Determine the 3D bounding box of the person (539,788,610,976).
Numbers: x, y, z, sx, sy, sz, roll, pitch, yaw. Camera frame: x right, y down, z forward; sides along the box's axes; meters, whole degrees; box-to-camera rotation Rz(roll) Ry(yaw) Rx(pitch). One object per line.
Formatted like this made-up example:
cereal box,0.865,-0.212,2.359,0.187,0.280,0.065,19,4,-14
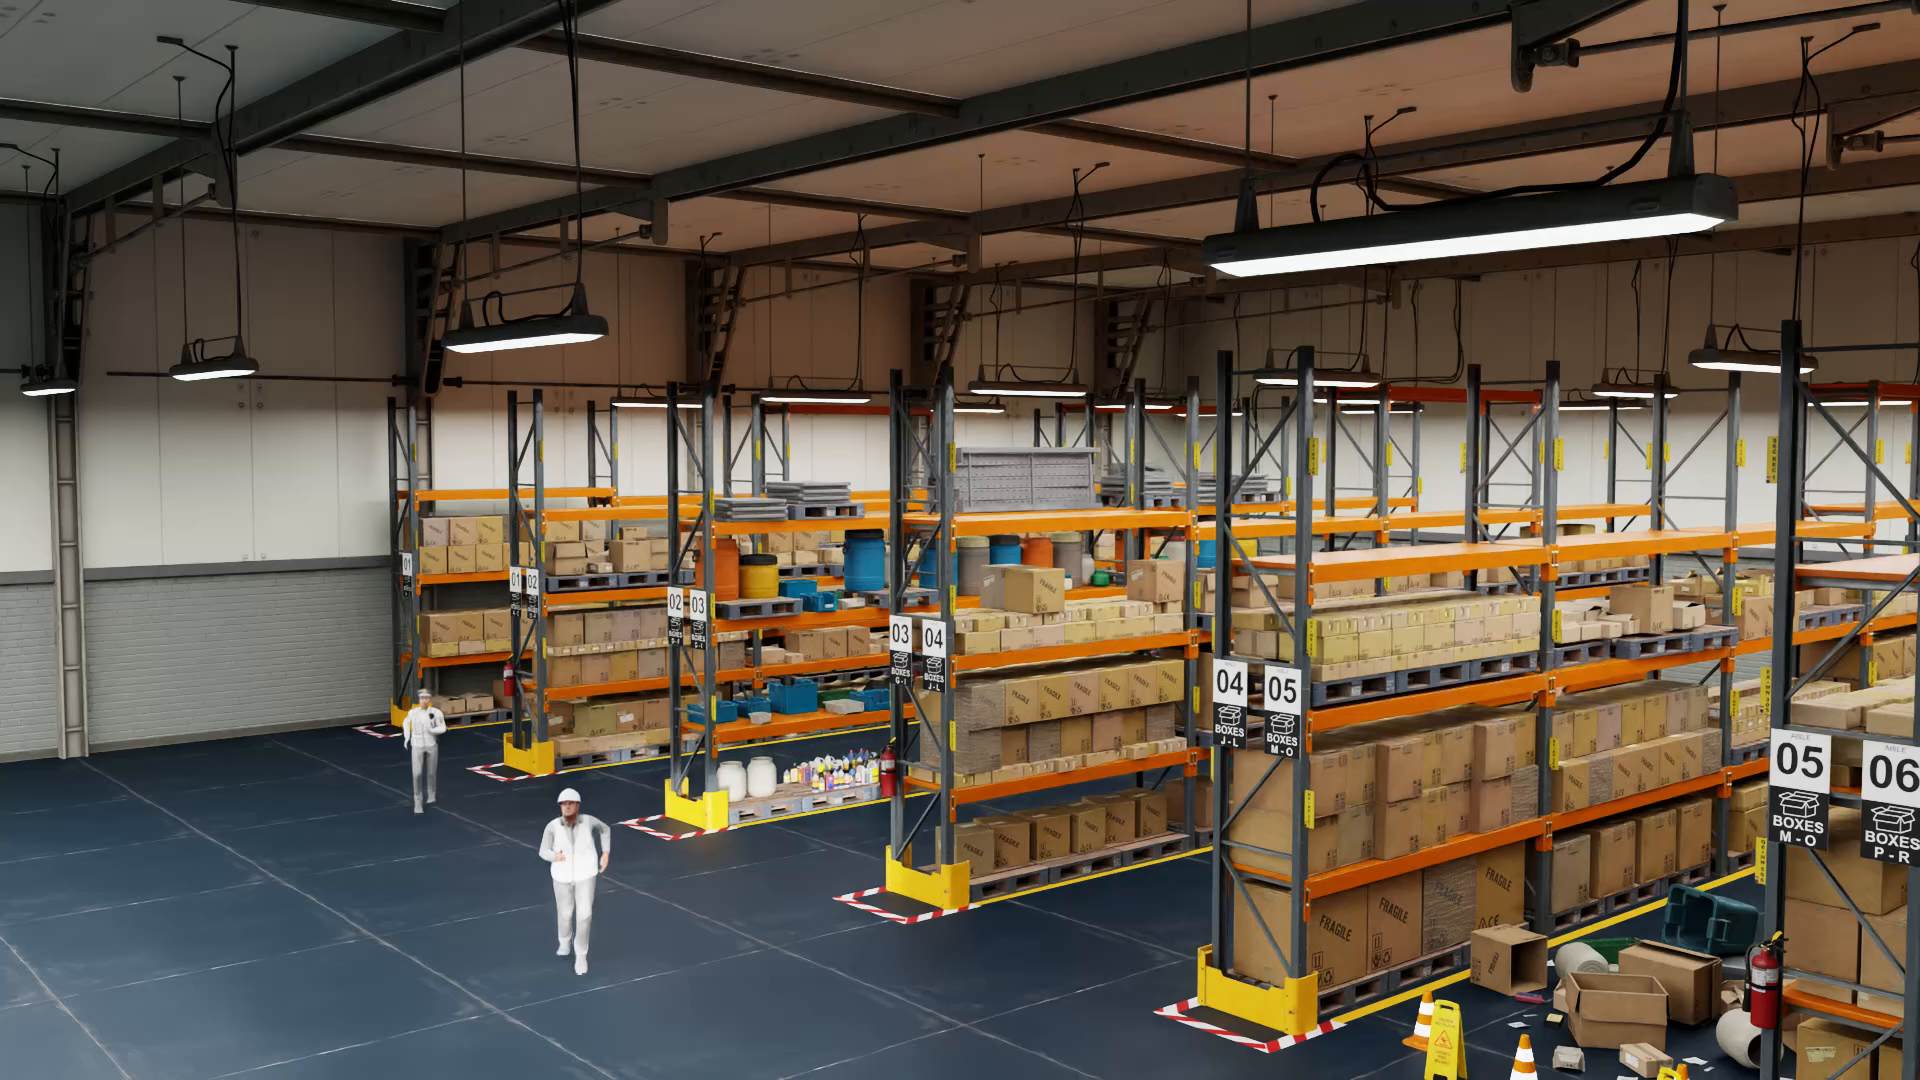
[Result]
person,-3.784,3.327,16.352,0.662,1.812,0.887,0,3,-8

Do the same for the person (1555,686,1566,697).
person,8.818,2.914,24.476,0.587,1.634,0.713,3,5,43

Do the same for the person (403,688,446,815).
person,-7.536,2.953,23.420,0.583,1.749,0.762,-1,3,-16
